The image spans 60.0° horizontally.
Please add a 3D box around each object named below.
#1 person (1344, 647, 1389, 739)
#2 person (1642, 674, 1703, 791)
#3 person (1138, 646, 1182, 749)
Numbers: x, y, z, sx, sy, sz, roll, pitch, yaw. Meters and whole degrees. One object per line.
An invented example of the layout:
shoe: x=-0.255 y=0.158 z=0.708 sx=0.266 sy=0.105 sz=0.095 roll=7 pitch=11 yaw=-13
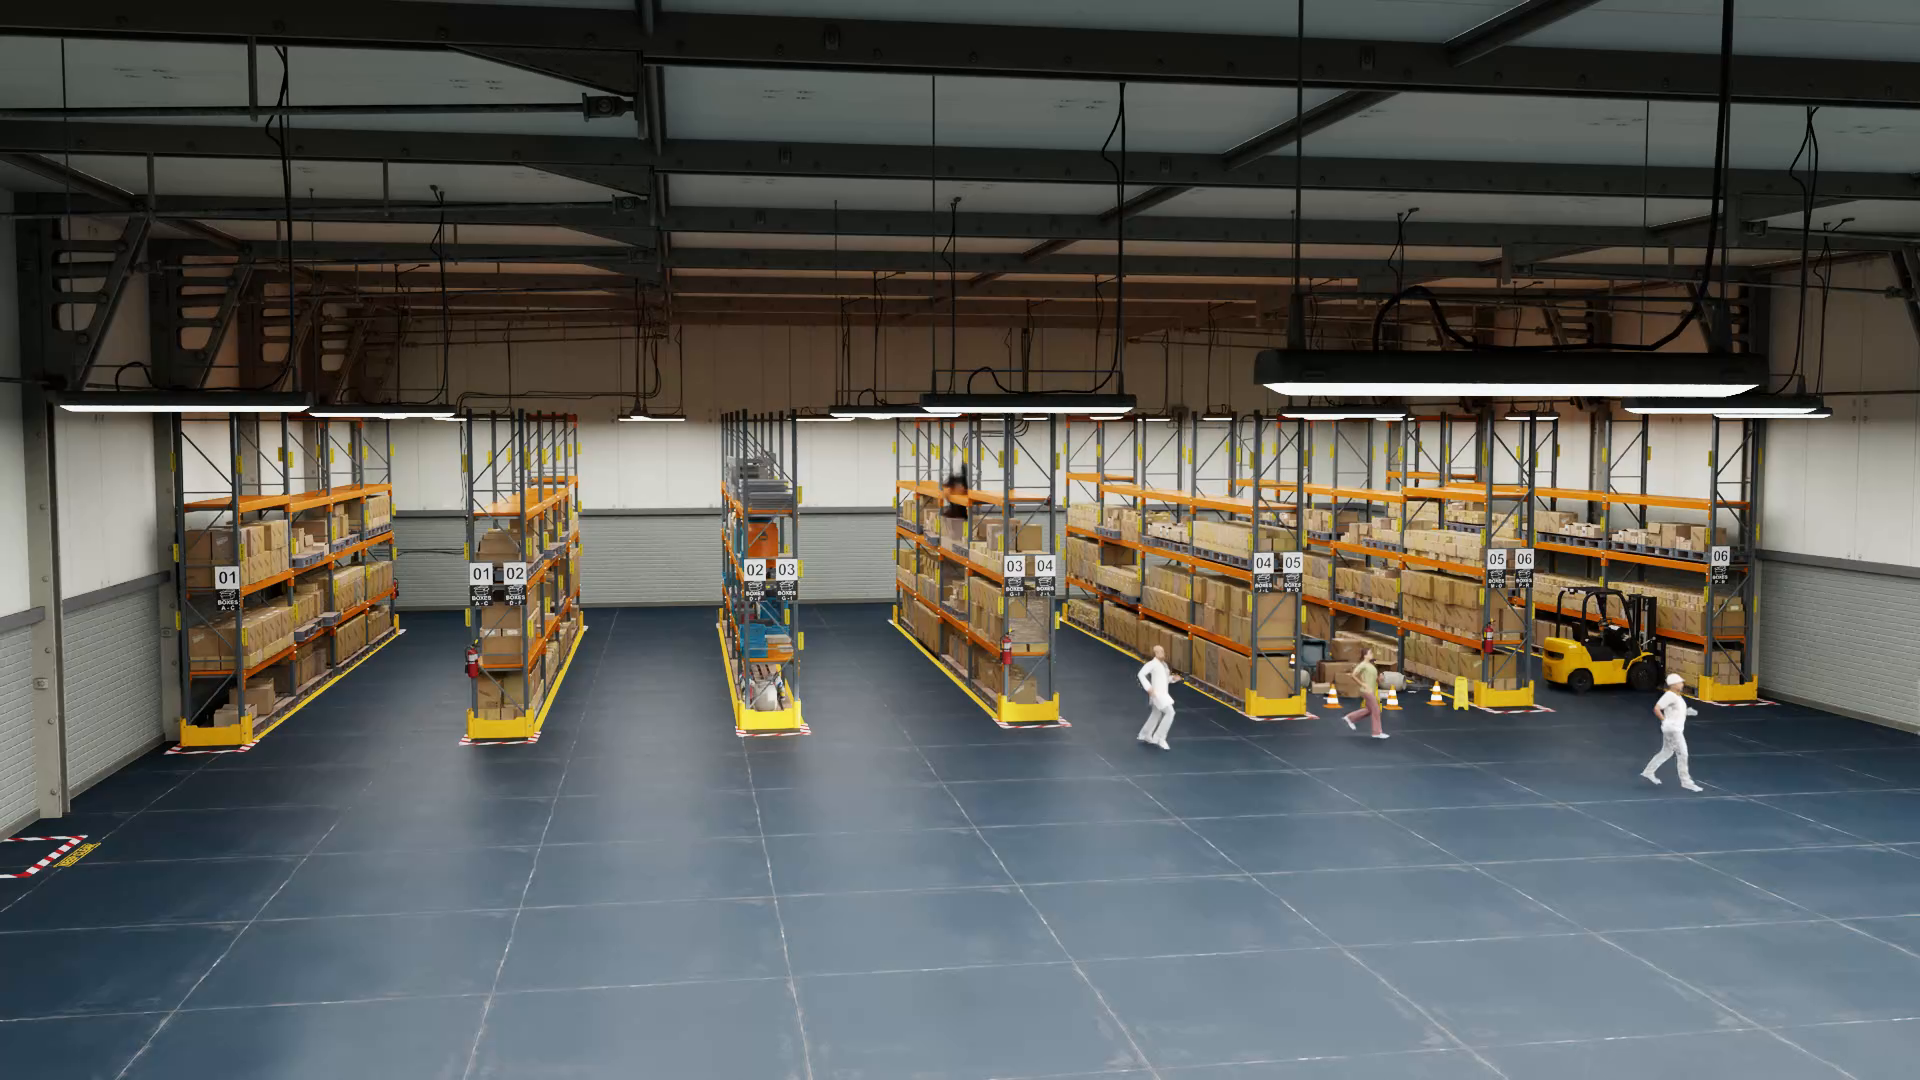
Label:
person: x=7.440 y=2.776 z=30.363 sx=0.846 sy=1.642 sz=0.589 roll=3 pitch=5 yaw=34
person: x=11.161 y=2.983 z=26.008 sx=0.891 sy=1.789 sz=0.687 roll=2 pitch=4 yaw=25
person: x=3.532 y=2.787 z=29.466 sx=0.807 sy=1.831 sz=0.673 roll=2 pitch=4 yaw=22
